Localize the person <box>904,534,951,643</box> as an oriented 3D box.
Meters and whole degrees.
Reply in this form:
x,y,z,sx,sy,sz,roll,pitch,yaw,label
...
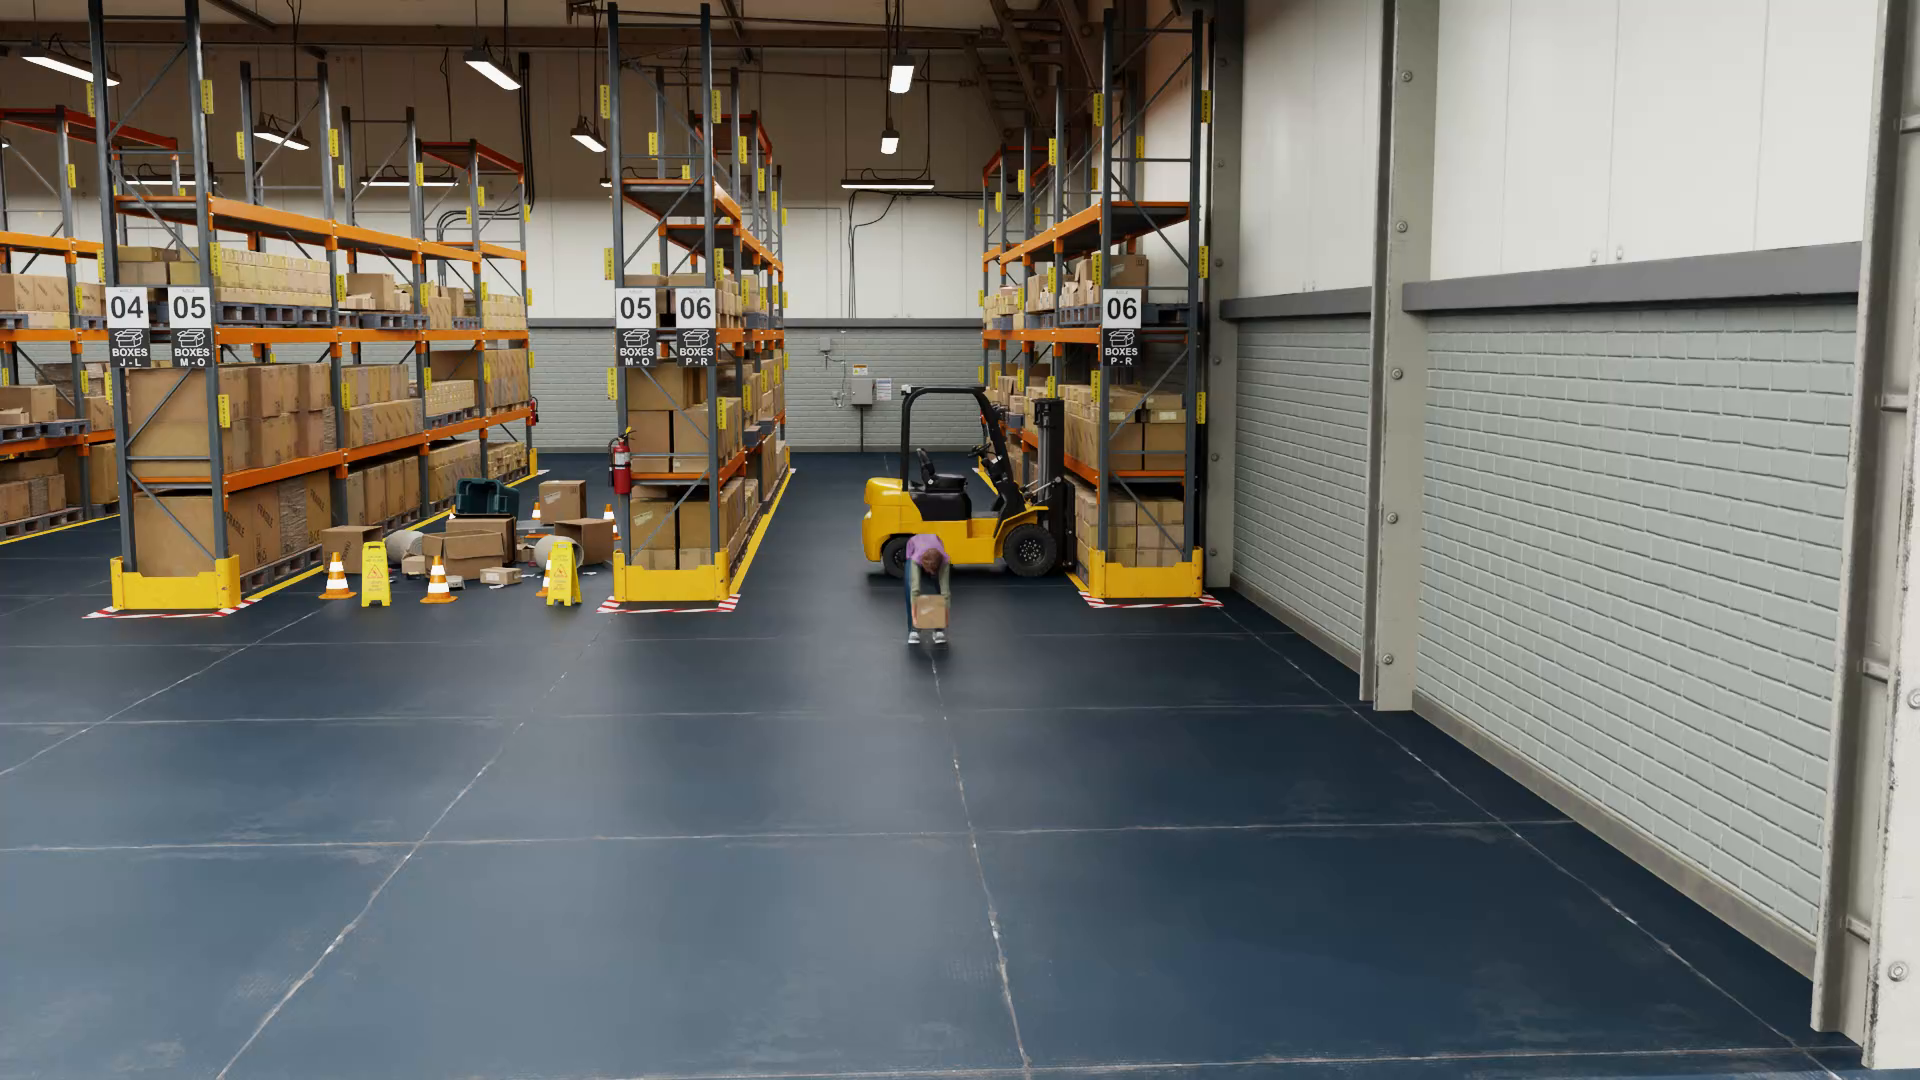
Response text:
x,y,z,sx,sy,sz,roll,pitch,yaw,label
-0.280,0.453,14.660,0.403,0.980,0.871,-1,7,-6,person
